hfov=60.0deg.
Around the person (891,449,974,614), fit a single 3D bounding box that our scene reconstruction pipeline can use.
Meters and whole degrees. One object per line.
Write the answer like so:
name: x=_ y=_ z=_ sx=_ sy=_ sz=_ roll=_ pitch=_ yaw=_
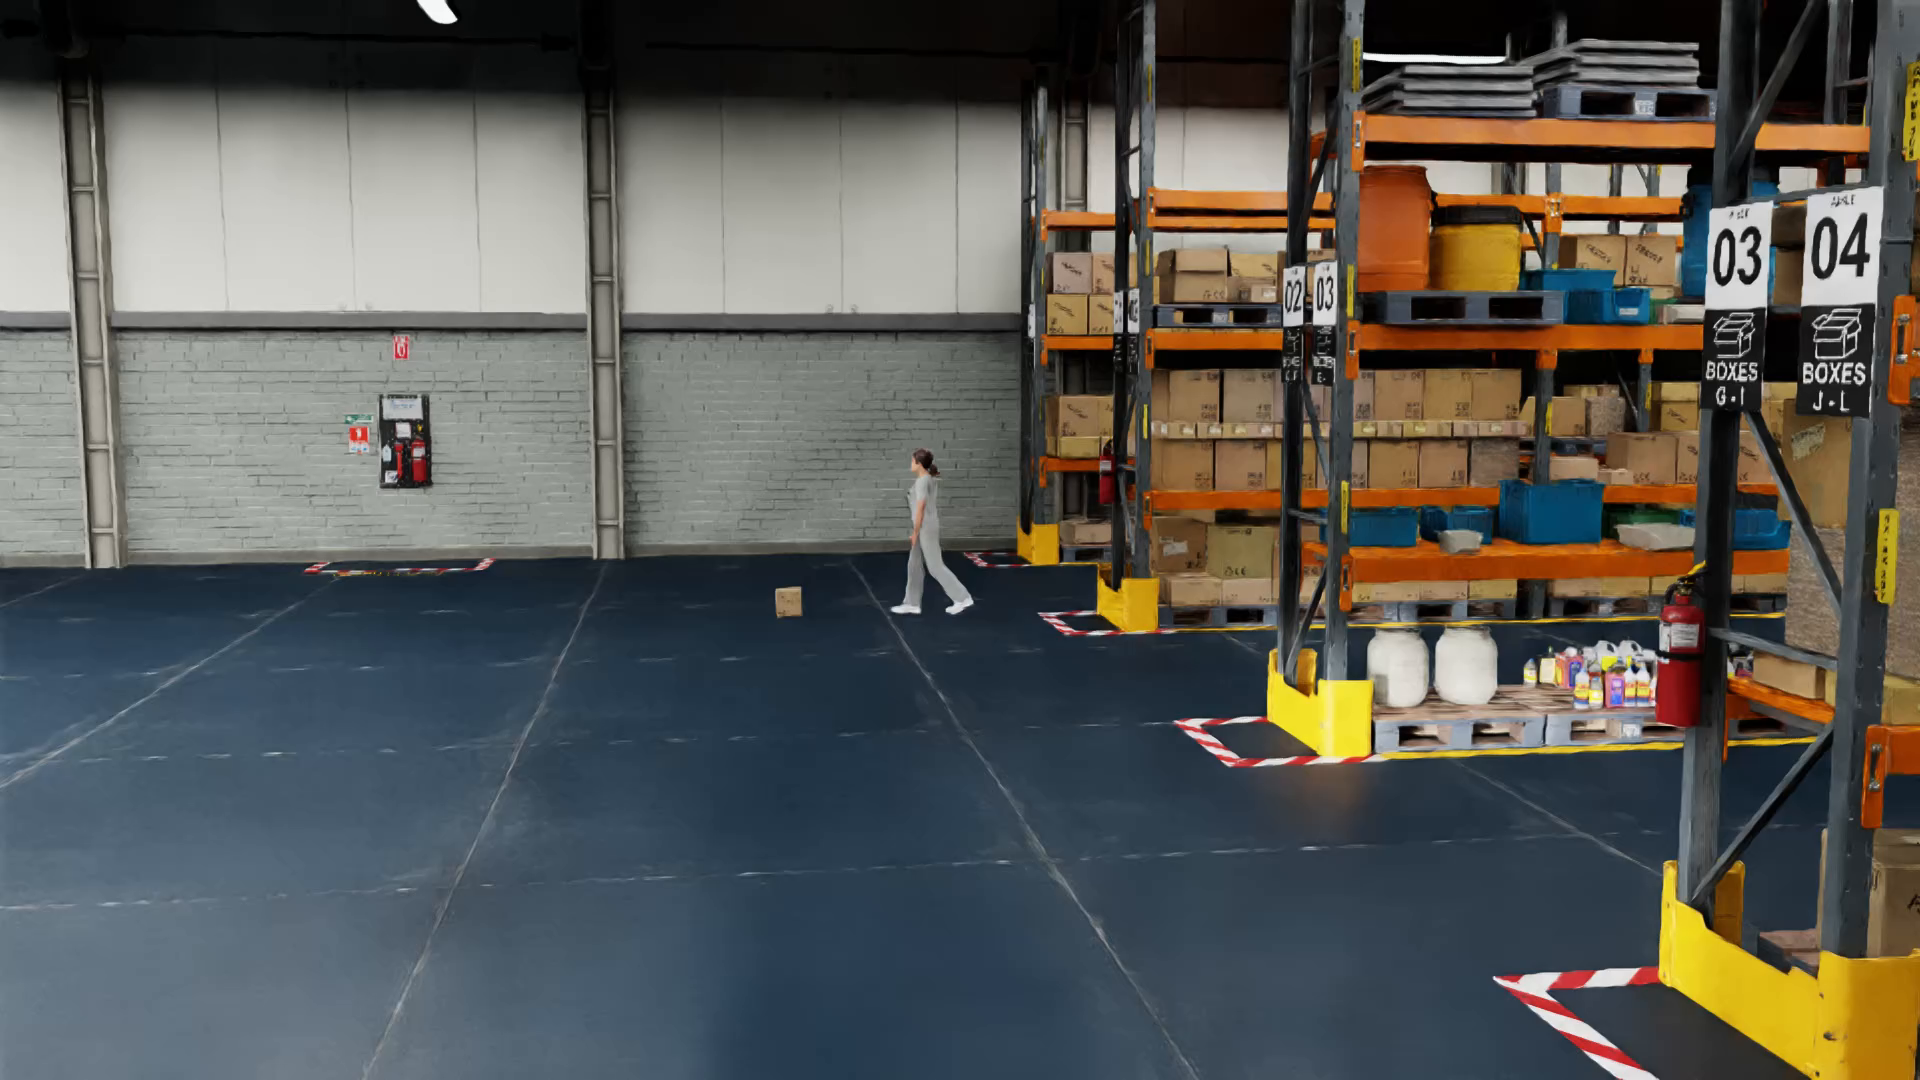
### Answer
person: x=-0.283 y=-0.074 z=16.449 sx=0.863 sy=1.656 sz=0.488 roll=1 pitch=7 yaw=6
